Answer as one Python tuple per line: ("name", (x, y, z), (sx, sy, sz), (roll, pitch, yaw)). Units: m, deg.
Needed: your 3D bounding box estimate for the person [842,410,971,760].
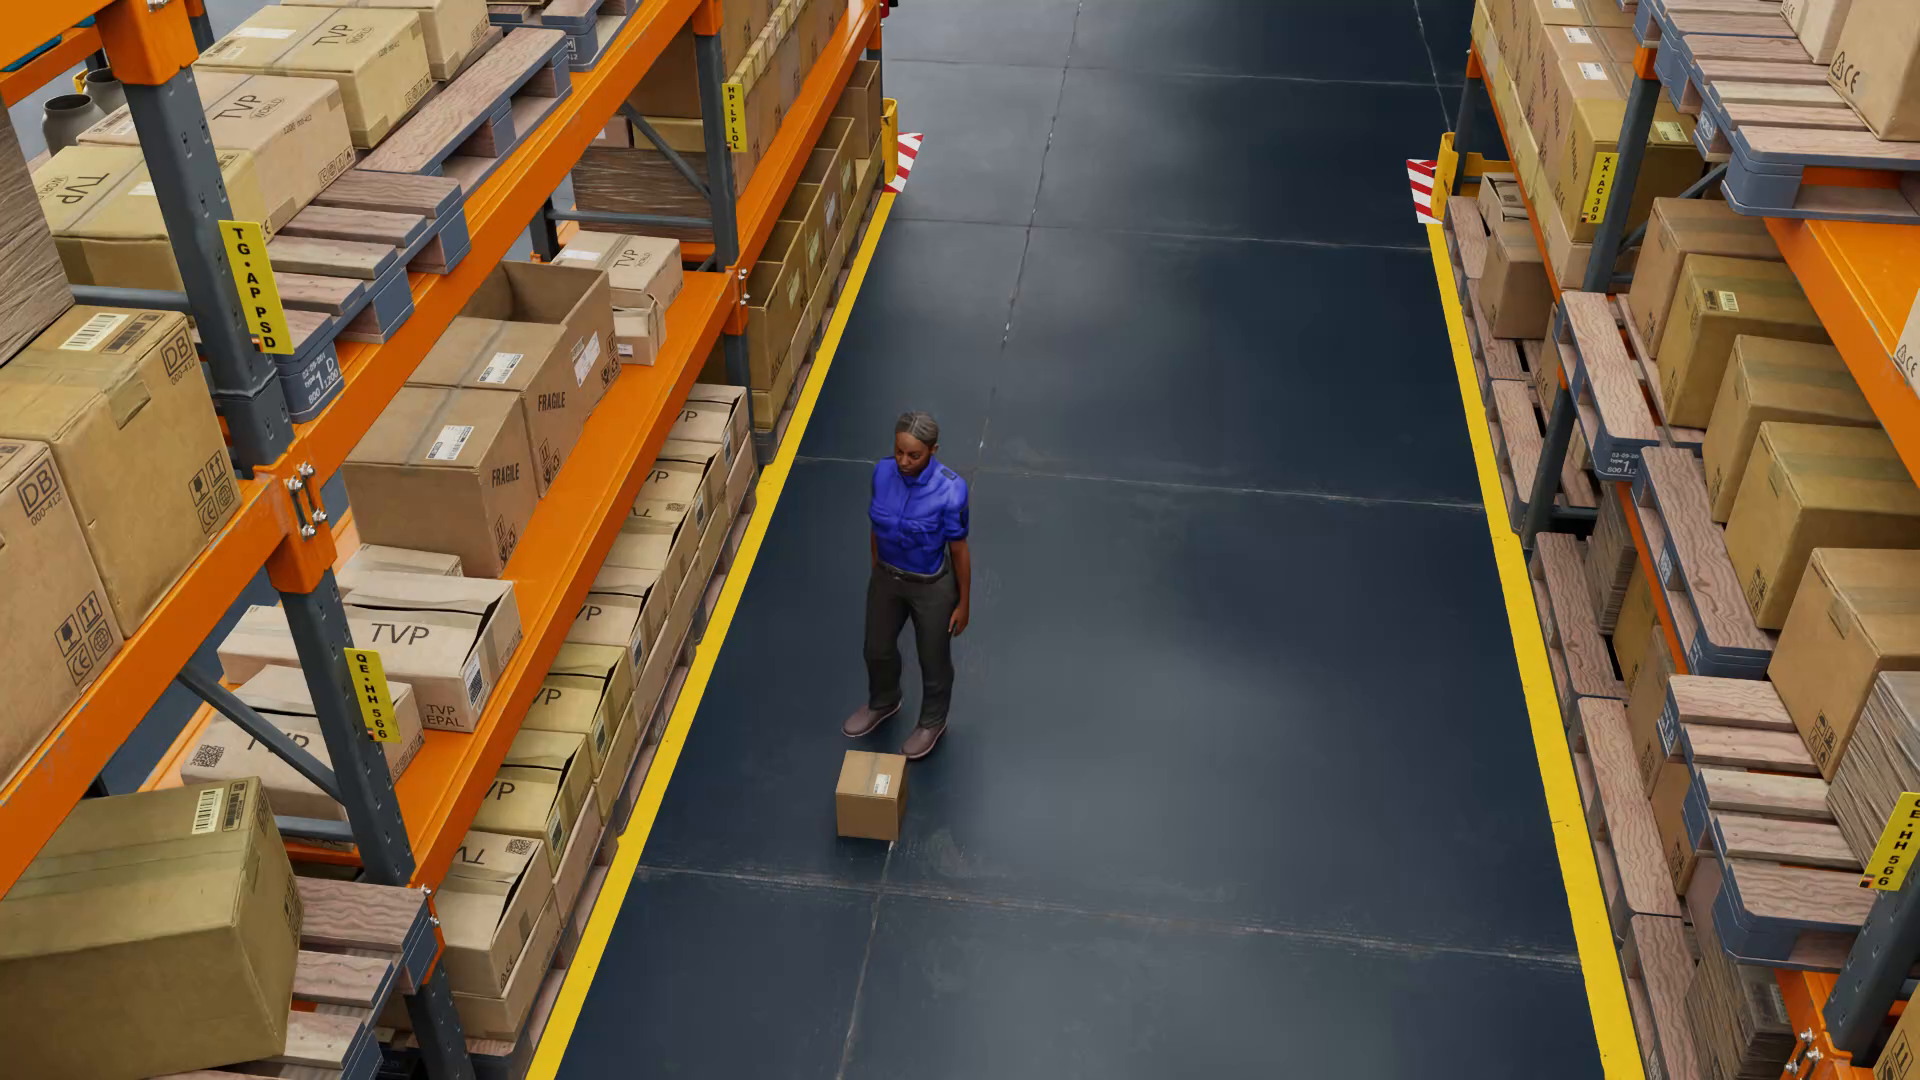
("person", (-0.221, 0.189, 6.782), (0.579, 1.677, 0.322), (16, 39, 20))
